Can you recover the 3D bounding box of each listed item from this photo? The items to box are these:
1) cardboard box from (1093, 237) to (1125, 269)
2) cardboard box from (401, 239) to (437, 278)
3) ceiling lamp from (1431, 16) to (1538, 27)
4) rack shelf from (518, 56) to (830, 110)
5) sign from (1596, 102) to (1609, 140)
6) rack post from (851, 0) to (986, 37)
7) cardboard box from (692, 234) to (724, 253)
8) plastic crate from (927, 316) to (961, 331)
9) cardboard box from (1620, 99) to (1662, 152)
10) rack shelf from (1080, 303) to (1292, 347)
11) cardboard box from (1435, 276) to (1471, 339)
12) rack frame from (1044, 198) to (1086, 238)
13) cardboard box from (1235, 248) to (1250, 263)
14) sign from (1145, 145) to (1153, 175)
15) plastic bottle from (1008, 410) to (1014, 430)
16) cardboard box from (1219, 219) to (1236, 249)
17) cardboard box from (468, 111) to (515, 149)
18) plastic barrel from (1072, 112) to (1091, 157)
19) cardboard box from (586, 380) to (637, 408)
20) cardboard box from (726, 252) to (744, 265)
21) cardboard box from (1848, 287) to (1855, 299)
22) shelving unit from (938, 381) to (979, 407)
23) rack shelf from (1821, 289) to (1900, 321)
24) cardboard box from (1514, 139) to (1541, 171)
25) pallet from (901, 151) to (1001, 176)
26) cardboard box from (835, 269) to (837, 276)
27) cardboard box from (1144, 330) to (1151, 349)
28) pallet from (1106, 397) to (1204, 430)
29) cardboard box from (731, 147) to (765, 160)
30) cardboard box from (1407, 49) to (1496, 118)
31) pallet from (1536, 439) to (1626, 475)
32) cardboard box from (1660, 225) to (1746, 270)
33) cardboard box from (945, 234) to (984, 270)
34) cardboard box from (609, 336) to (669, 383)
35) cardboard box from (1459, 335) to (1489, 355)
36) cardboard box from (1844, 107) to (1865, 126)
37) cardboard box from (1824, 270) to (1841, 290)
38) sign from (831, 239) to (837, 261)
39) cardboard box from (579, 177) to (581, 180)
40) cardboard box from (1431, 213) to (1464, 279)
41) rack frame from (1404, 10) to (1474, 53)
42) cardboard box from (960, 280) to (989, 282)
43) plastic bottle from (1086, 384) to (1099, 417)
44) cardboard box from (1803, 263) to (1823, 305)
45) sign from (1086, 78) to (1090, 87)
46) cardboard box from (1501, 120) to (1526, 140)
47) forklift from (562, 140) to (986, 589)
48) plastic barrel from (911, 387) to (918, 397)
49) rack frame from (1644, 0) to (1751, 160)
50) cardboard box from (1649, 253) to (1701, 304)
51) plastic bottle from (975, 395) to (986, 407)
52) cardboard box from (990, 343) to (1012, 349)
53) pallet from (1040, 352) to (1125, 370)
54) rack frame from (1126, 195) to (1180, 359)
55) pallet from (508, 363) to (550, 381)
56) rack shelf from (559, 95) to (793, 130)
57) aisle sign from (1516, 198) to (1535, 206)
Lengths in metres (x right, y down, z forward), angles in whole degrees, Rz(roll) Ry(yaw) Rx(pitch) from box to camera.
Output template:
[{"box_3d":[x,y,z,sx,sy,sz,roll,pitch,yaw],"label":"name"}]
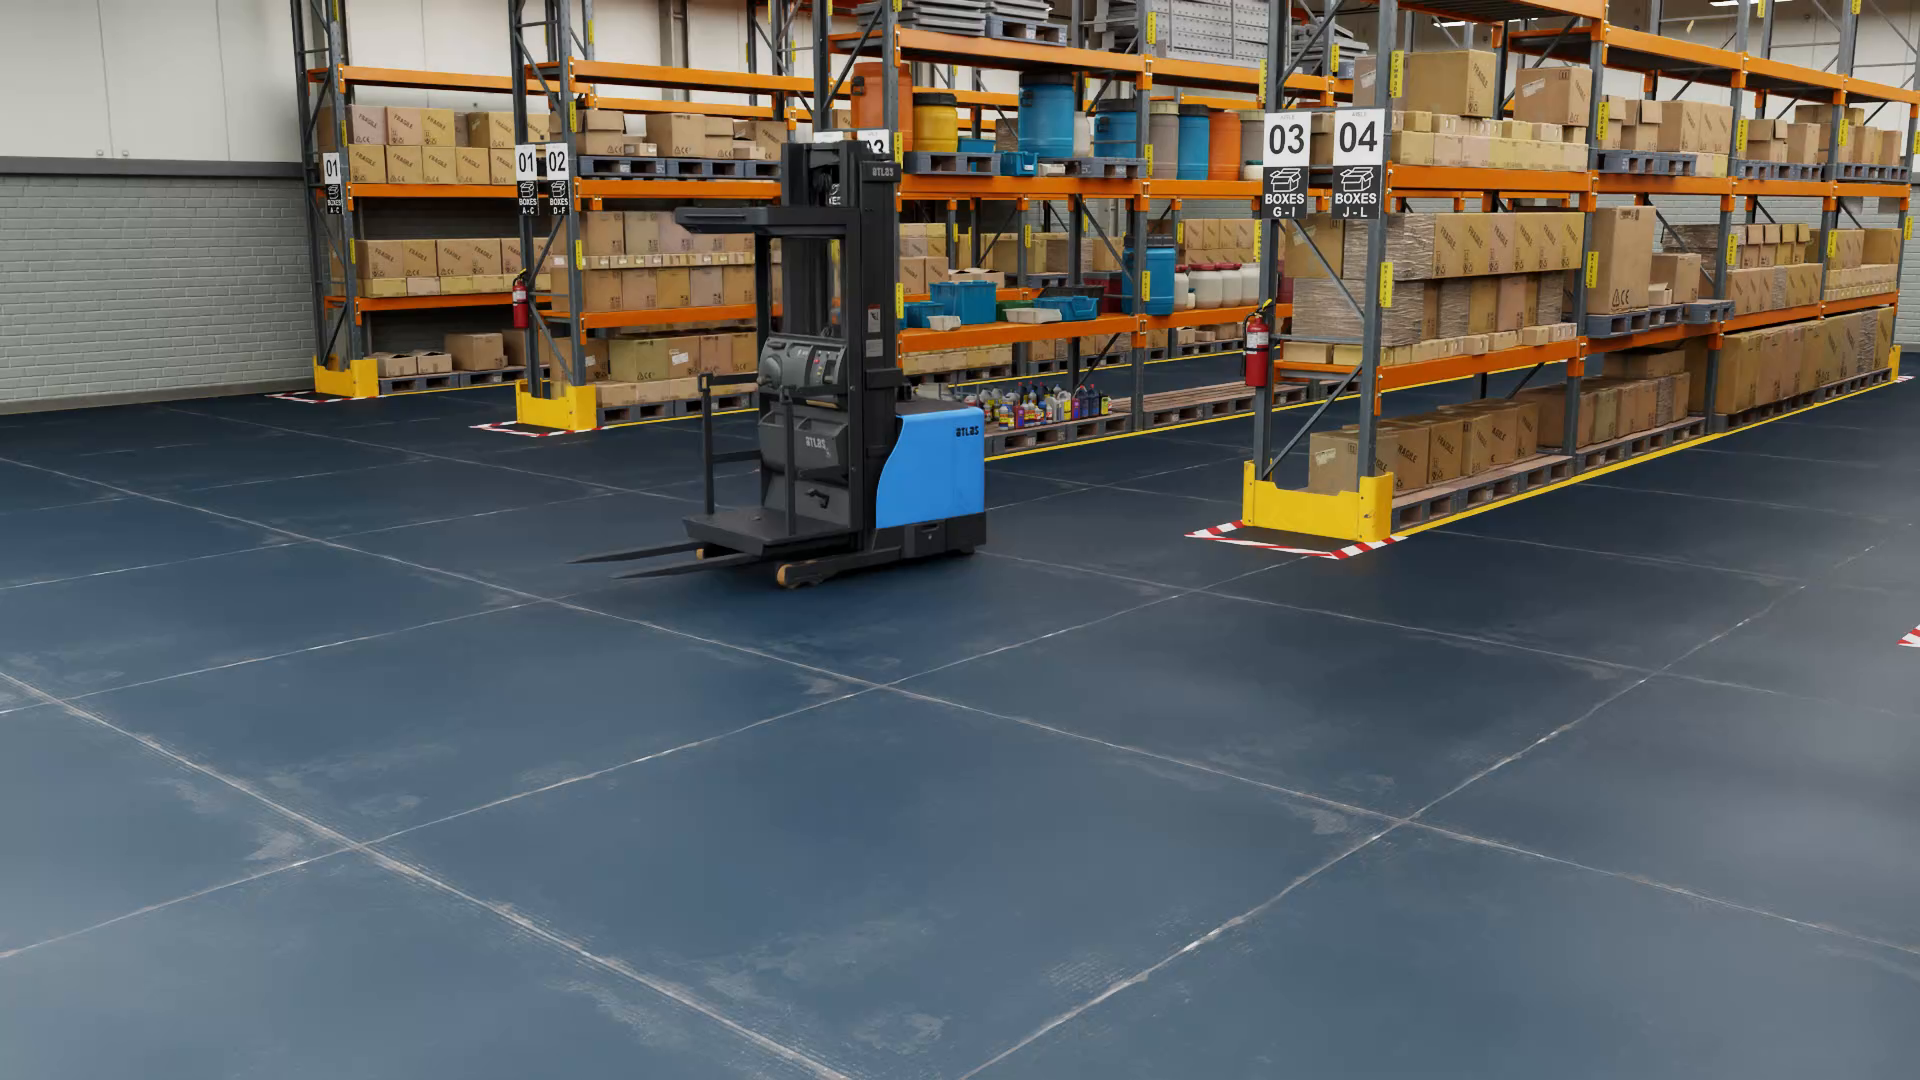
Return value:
[{"box_3d":[2.337,-4.687,27.193,0.500,0.500,0.700,-9,15,-39],"label":"cardboard box"},{"box_3d":[-7.546,-3.864,22.814,0.500,0.500,0.500,10,15,41],"label":"cardboard box"},{"box_3d":[9.514,-11.046,30.138,2.000,3.185,0.800,10,15,40],"label":"ceiling lamp"},{"box_3d":[-3.377,-5.504,20.152,1.077,0.370,4.000,10,15,40],"label":"rack shelf"},{"box_3d":[5.795,-3.780,14.998,0.100,0.325,0.005,10,15,40],"label":"sign"},{"box_3d":[-0.384,-4.967,15.883,0.954,0.300,0.937,-10,15,-41],"label":"rack post"},{"box_3d":[-3.338,-3.803,20.526,0.700,0.500,0.500,10,15,40],"label":"cardboard box"},{"box_3d":[-0.146,-2.137,16.424,0.298,0.136,0.250,10,15,40],"label":"plastic crate"},{"box_3d":[6.388,-4.047,16.319,0.797,0.503,0.637,11,15,43],"label":"cardboard box"},{"box_3d":[2.982,-2.706,20.438,1.077,0.370,4.000,10,15,40],"label":"rack shelf"},{"box_3d":[3.728,-1.965,13.876,0.875,0.500,0.500,10,15,40],"label":"cardboard box"},{"box_3d":[2.141,-5.811,34.146,1.000,3.000,0.127,10,15,40],"label":"rack frame"},{"box_3d":[4.768,-4.895,29.307,0.500,0.500,0.500,9,15,40],"label":"cardboard box"},{"box_3d":[2.068,-4.167,18.235,0.100,0.325,0.005,10,15,40],"label":"sign"},{"box_3d":[0.521,-1.261,17.388,0.097,0.201,0.097,0,11,0],"label":"plastic bottle"},{"box_3d":[4.427,-5.306,28.812,0.500,0.500,0.500,9,15,39],"label":"cardboard box"},{"box_3d":[-6.598,-5.797,23.557,0.500,0.500,0.500,9,14,38],"label":"cardboard box"},{"box_3d":[1.230,-4.458,18.358,0.421,0.512,0.421,0,11,0],"label":"plastic barrel"},{"box_3d":[-4.176,-1.725,19.636,0.500,0.250,0.500,10,15,40],"label":"cardboard box"},{"box_3d":[-2.914,-3.518,20.756,0.380,0.149,0.250,10,15,42],"label":"cardboard box"},{"box_3d":[11.796,-3.333,22.379,0.380,0.149,0.250,9,15,40],"label":"cardboard box"},{"box_3d":[-0.010,-0.586,12.583,0.258,1.200,0.189,10,15,40],"label":"shelving unit"},{"box_3d":[11.984,-3.243,23.124,1.077,0.370,4.000,10,15,40],"label":"rack shelf"},{"box_3d":[4.593,-3.270,14.147,0.500,0.250,0.500,10,15,40],"label":"cardboard box"},{"box_3d":[-0.359,-3.663,16.218,1.003,0.211,1.213,10,15,40],"label":"pallet"},{"box_3d":[-2.336,-4.603,28.690,0.380,0.149,0.250,10,15,42],"label":"cardboard box"},{"box_3d":[2.781,-3.391,27.290,0.500,0.500,0.500,10,15,41],"label":"cardboard box"},{"box_3d":[2.151,-1.518,19.771,1.003,0.211,1.213,10,15,40],"label":"pallet"},{"box_3d":[-2.647,-4.815,20.713,0.380,0.149,0.250,10,15,40],"label":"cardboard box"},{"box_3d":[3.925,-3.630,13.278,0.500,0.500,0.500,10,15,40],"label":"cardboard box"},{"box_3d":[5.895,-0.871,16.535,1.003,0.211,1.213,10,15,40],"label":"pallet"},{"box_3d":[8.518,-3.359,19.054,0.797,0.503,0.637,10,15,42],"label":"cardboard box"},{"box_3d":[-0.129,-5.447,31.559,0.980,0.700,0.700,10,15,41],"label":"cardboard box"},{"box_3d":[-3.847,-2.166,19.932,0.500,0.500,0.500,10,15,40],"label":"cardboard box"},{"box_3d":[4.172,-1.632,13.864,0.380,0.149,0.250,10,15,40],"label":"cardboard box"},{"box_3d":[11.963,-5.736,22.618,0.500,0.250,0.500,9,15,39],"label":"cardboard box"},{"box_3d":[11.170,-3.409,21.743,0.500,0.250,0.500,9,15,39],"label":"cardboard box"},{"box_3d":[-1.638,-3.797,21.652,0.100,0.325,0.005,10,15,40],"label":"sign"},{"box_3d":[-5.929,-5.469,24.467,0.500,0.500,0.500,10,15,42],"label":"cardboard box"},{"box_3d":[3.645,-2.339,13.197,0.500,0.500,0.500,10,15,40],"label":"cardboard box"},{"box_3d":[6.943,-6.883,24.199,1.000,3.000,0.127,10,15,40],"label":"rack frame"},{"box_3d":[0.198,-3.703,24.233,0.380,0.149,0.250,10,15,40],"label":"cardboard box"},{"box_3d":[1.453,-1.549,18.449,0.144,0.351,0.185,9,15,39],"label":"plastic bottle"},{"box_3d":[10.560,-3.246,21.050,0.500,0.500,0.500,10,15,41],"label":"cardboard box"},{"box_3d":[2.540,-9.177,33.098,0.100,0.325,0.005,10,15,40],"label":"sign"},{"box_3d":[4.519,-3.437,13.969,0.380,0.149,0.250,11,16,43],"label":"cardboard box"},{"box_3d":[-1.249,-1.227,11.372,3.031,2.935,1.130,-10,15,-40],"label":"forklift"},{"box_3d":[-0.601,-1.269,16.684,0.421,0.512,0.421,0,11,0],"label":"plastic barrel"},{"box_3d":[8.023,-5.655,18.047,1.000,3.000,0.127,10,15,40],"label":"rack frame"},{"box_3d":[7.403,-2.788,17.684,0.500,0.500,0.700,-9,15,-39],"label":"cardboard box"},{"box_3d":[0.183,-1.437,18.078,0.152,0.276,0.135,9,15,39],"label":"plastic bottle"},{"box_3d":[0.423,-3.018,24.677,0.500,0.311,0.500,10,15,42],"label":"cardboard box"},{"box_3d":[1.911,-2.910,26.743,1.003,0.211,1.213,10,15,40],"label":"pallet"},{"box_3d":[3.224,-4.582,27.996,1.000,3.000,0.127,10,15,40],"label":"rack frame"},{"box_3d":[-6.197,-2.575,25.062,1.003,0.211,1.213,10,15,40],"label":"pallet"},{"box_3d":[-4.460,-6.733,26.302,1.077,0.370,4.000,10,15,40],"label":"rack shelf"},{"box_3d":[9.408,-5.854,27.724,0.394,0.787,0.004,10,15,40],"label":"aisle sign"}]
